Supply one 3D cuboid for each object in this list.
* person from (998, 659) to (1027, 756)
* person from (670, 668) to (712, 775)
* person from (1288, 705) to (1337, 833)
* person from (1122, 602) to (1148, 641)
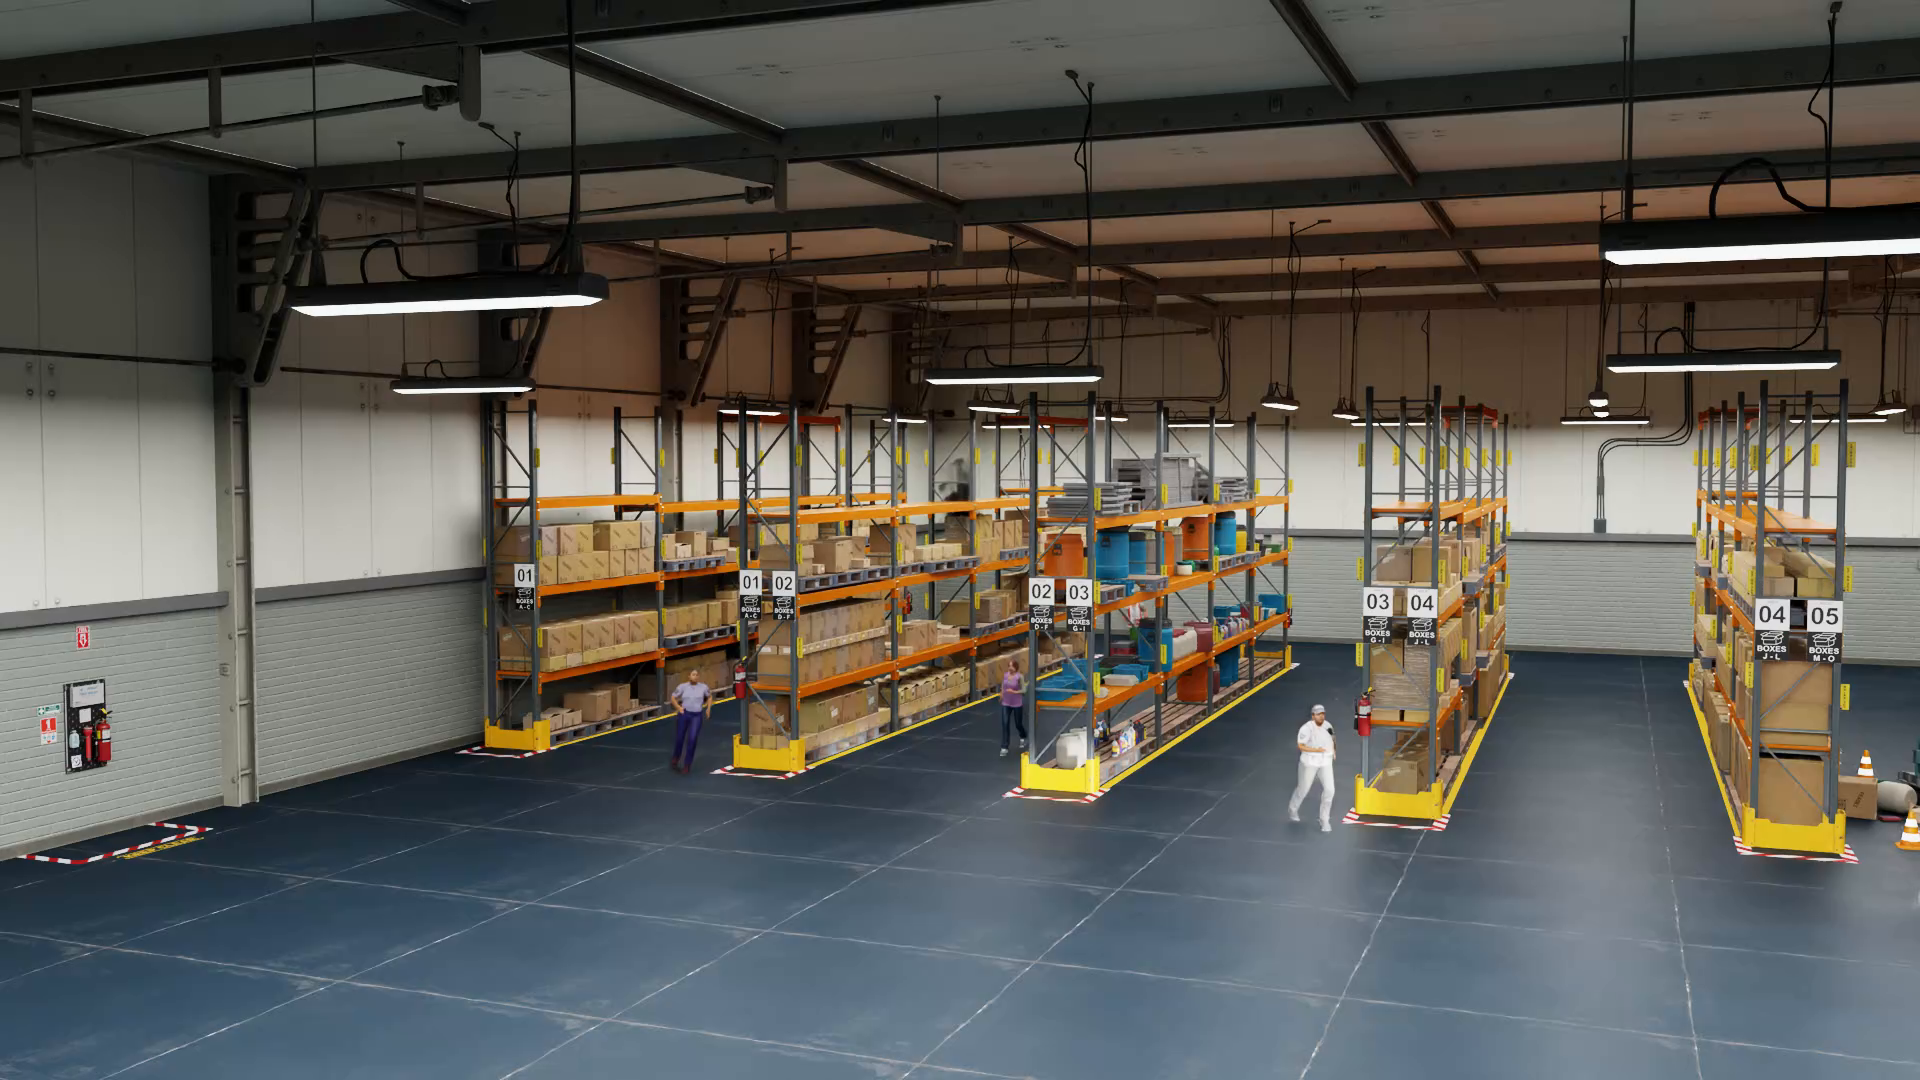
[{"bbox_3d":[0.886,2.800,28.045,0.537,1.585,0.894,1,3,21],"label":"person"},{"bbox_3d":[-4.321,2.886,26.643,0.693,1.676,0.787,0,3,-6],"label":"person"},{"bbox_3d":[4.828,3.072,22.546,0.625,1.718,0.847,-1,3,-11],"label":"person"},{"bbox_3d":[4.280,2.114,40.592,0.671,1.732,0.689,0,3,9],"label":"person"}]
